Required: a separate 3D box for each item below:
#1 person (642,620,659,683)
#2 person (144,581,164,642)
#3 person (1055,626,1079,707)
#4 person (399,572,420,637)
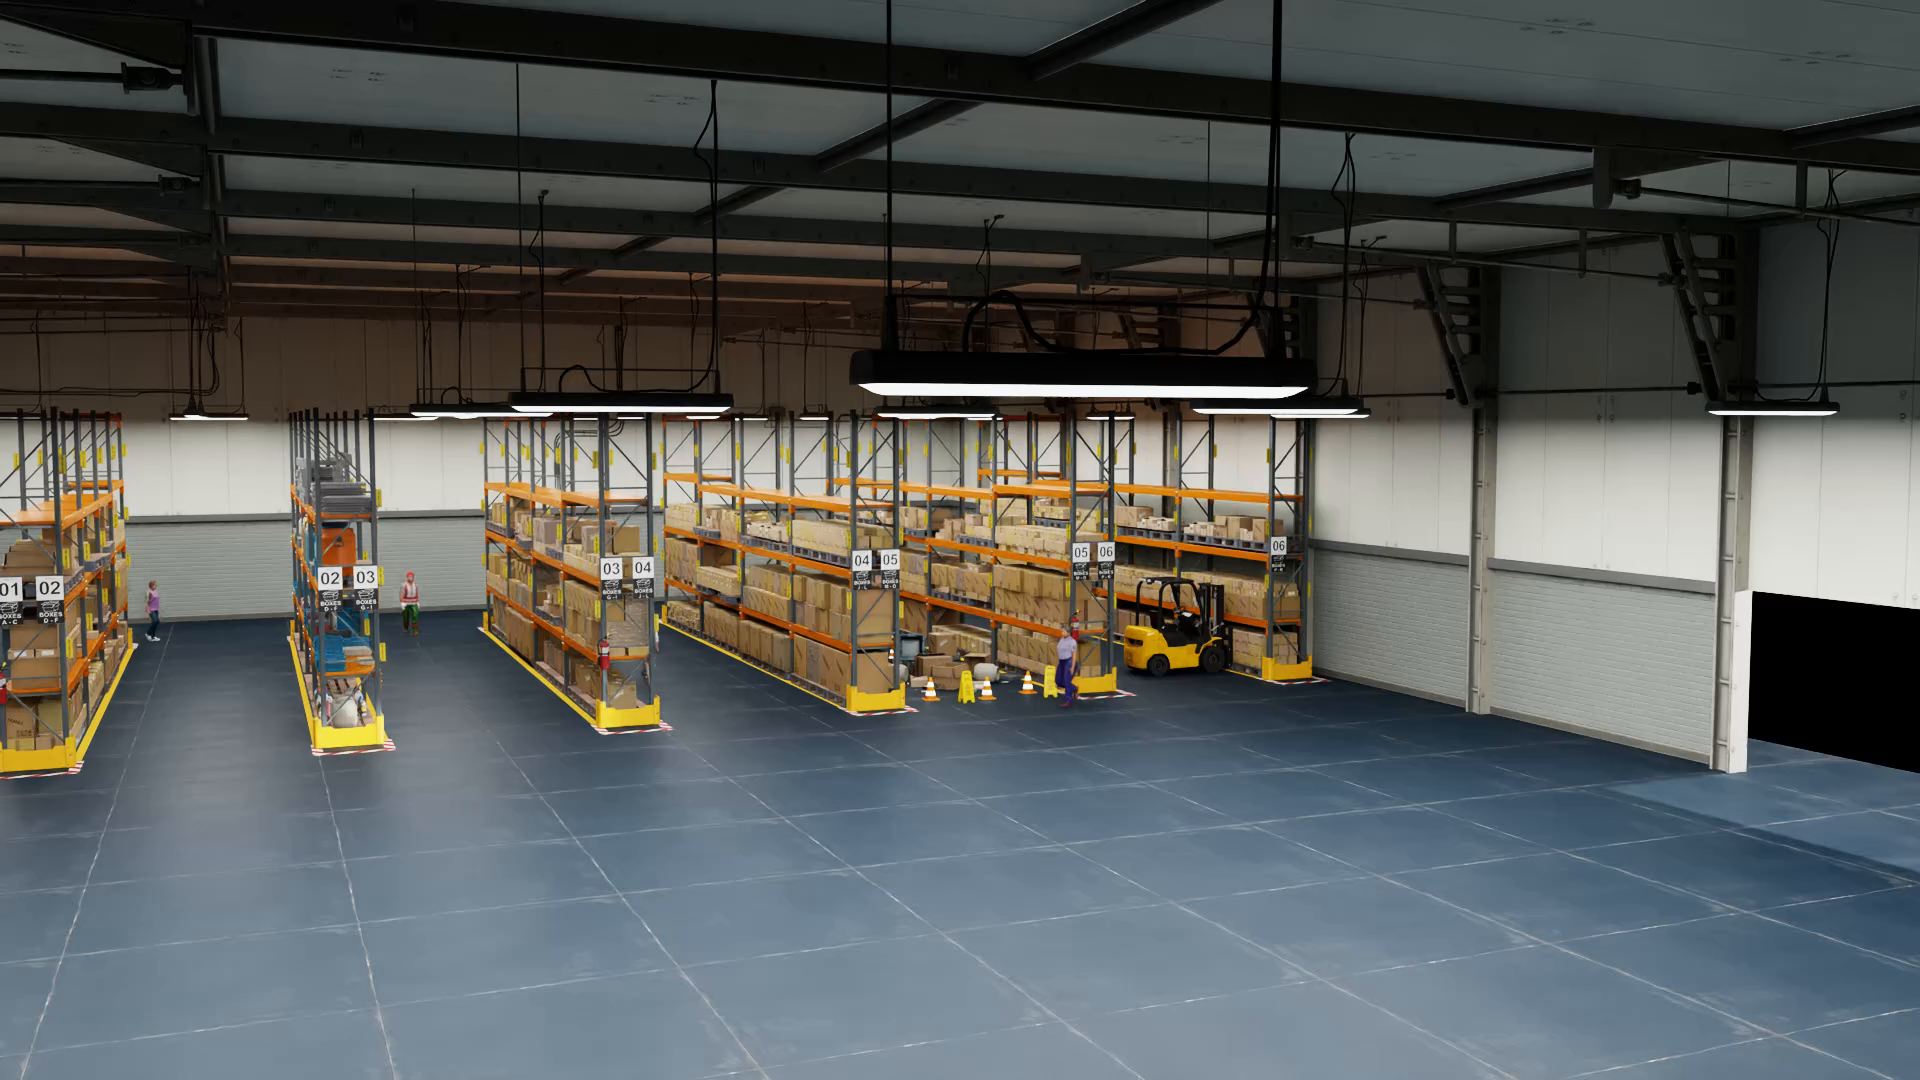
[{"bbox_3d":[-6.827,2.366,36.569,0.434,1.546,0.967,-3,5,-38],"label":"person"},{"bbox_3d":[-21.129,1.862,43.567,0.407,1.590,0.464,0,4,5],"label":"person"},{"bbox_3d":[2.219,2.541,33.681,0.579,1.625,0.525,-2,5,-31],"label":"person"},{"bbox_3d":[-14.776,1.716,44.667,0.548,1.731,1.098,-2,4,-27],"label":"person"}]
